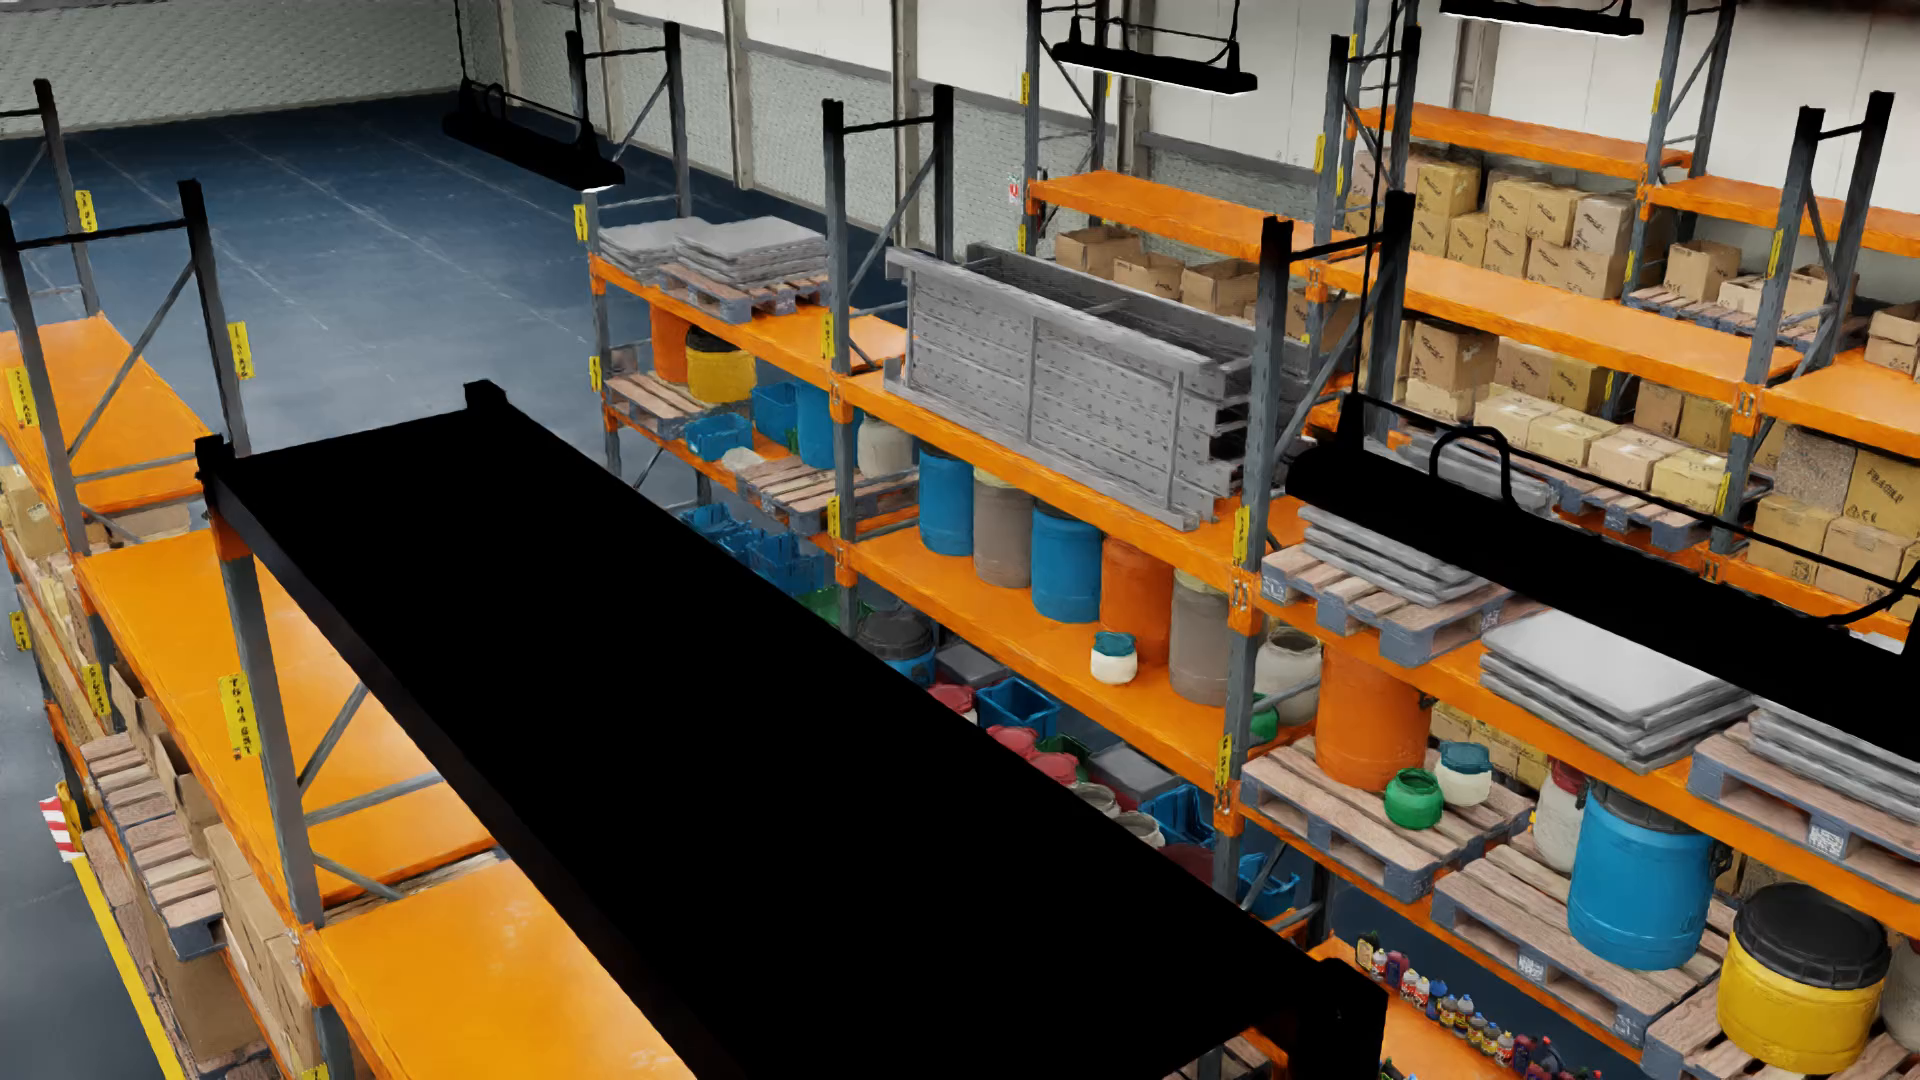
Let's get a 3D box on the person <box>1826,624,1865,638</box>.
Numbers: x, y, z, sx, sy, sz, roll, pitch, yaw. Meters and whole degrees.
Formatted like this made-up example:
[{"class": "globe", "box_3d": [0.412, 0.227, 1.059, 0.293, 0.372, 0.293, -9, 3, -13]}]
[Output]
[{"class": "person", "box_3d": [7.424, 1.286, 14.218, 0.530, 1.653, 0.430, 10, 27, 21]}]
